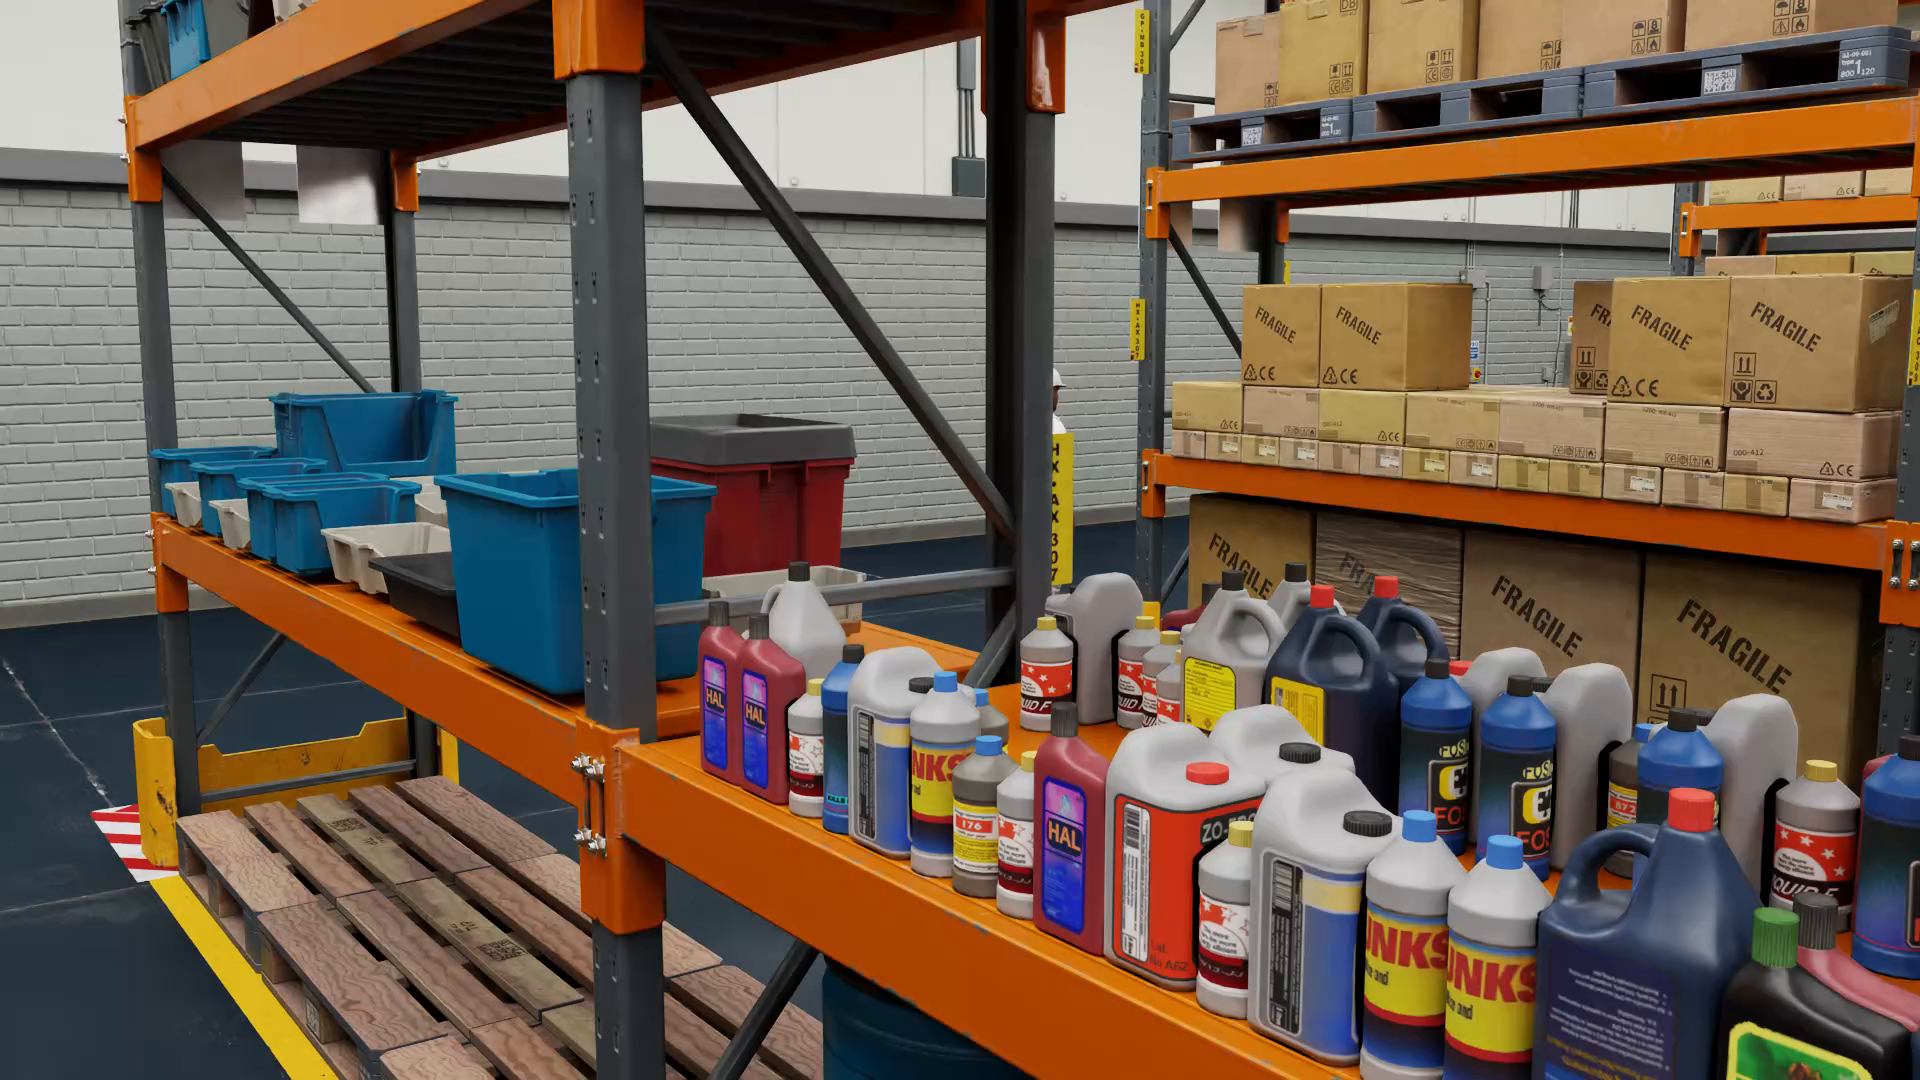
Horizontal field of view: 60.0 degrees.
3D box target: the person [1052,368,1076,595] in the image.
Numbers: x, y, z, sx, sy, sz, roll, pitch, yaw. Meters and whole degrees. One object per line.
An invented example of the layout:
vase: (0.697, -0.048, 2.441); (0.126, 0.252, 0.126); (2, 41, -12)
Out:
person: (0.462, -0.182, 10.078); (0.454, 1.761, 0.635); (-5, 9, -33)
